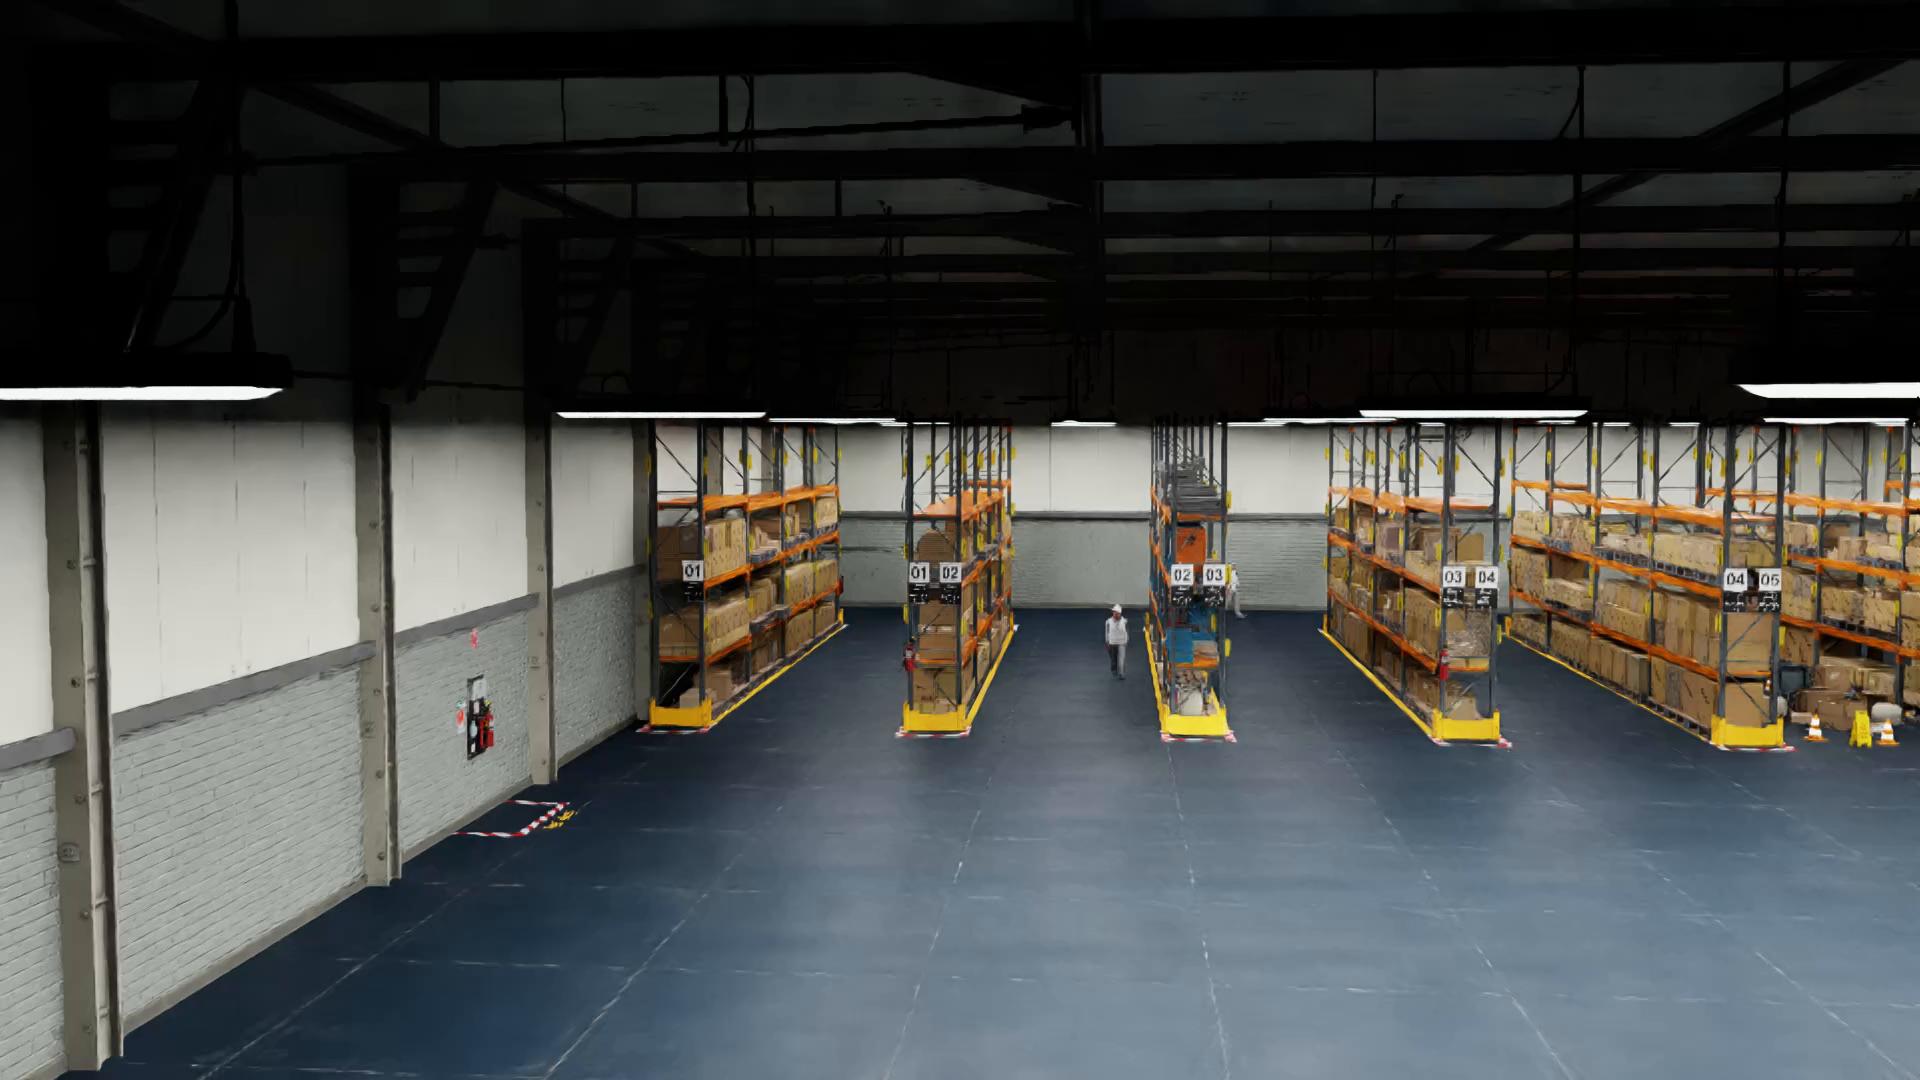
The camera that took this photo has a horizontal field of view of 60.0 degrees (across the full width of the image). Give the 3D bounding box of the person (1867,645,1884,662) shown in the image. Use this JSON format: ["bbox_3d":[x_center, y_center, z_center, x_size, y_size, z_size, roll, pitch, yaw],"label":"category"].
[{"bbox_3d":[21.837,2.142,39.766,0.557,1.781,0.631,3,5,35],"label":"person"}]

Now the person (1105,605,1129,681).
[{"bbox_3d":[3.565,2.314,37.895,0.543,1.700,1.115,1,4,8],"label":"person"}]

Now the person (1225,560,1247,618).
[{"bbox_3d":[8.180,1.479,49.906,0.772,1.755,0.588,-4,5,-45],"label":"person"}]
